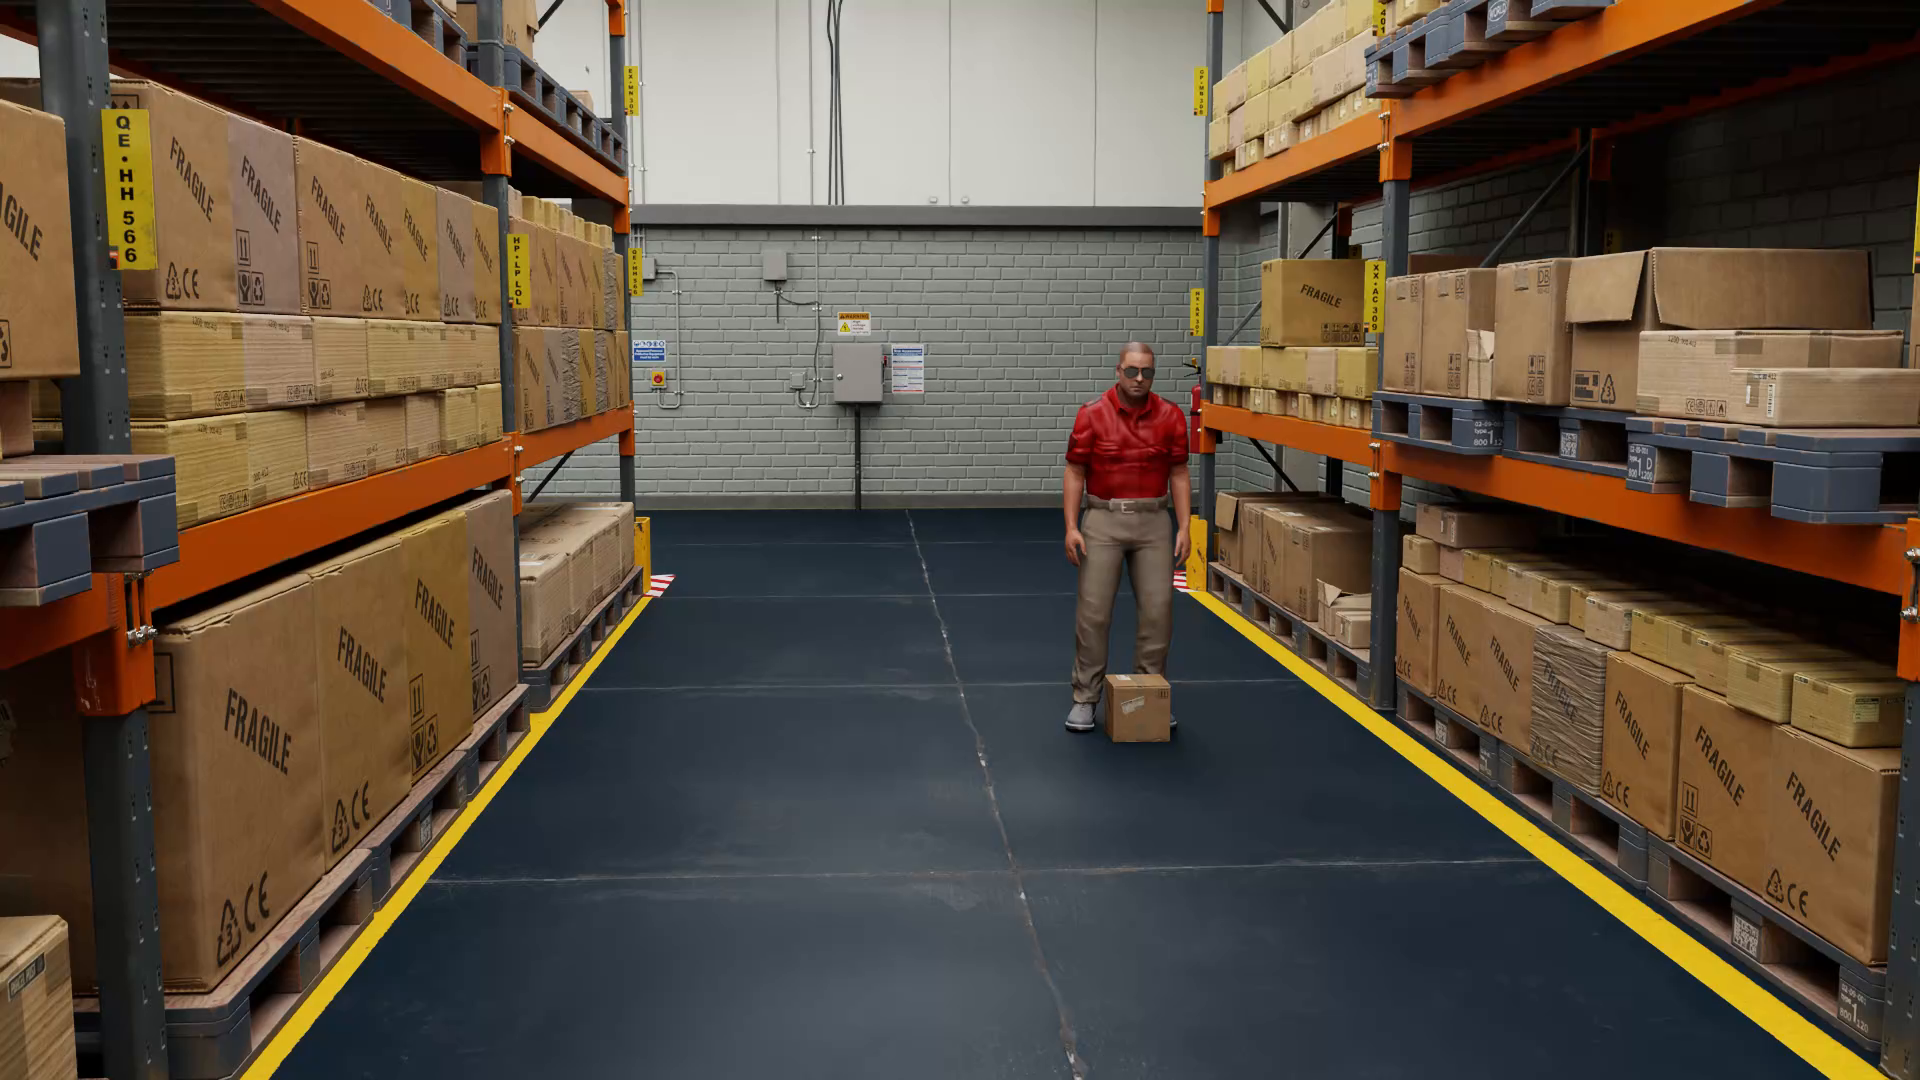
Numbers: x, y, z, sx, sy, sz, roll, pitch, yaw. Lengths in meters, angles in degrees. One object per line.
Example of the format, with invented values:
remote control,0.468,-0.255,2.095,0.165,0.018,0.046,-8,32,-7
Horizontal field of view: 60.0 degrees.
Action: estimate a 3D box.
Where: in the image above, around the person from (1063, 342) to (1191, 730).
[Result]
person,0.757,-0.024,7.498,0.585,1.727,0.390,0,7,-4
